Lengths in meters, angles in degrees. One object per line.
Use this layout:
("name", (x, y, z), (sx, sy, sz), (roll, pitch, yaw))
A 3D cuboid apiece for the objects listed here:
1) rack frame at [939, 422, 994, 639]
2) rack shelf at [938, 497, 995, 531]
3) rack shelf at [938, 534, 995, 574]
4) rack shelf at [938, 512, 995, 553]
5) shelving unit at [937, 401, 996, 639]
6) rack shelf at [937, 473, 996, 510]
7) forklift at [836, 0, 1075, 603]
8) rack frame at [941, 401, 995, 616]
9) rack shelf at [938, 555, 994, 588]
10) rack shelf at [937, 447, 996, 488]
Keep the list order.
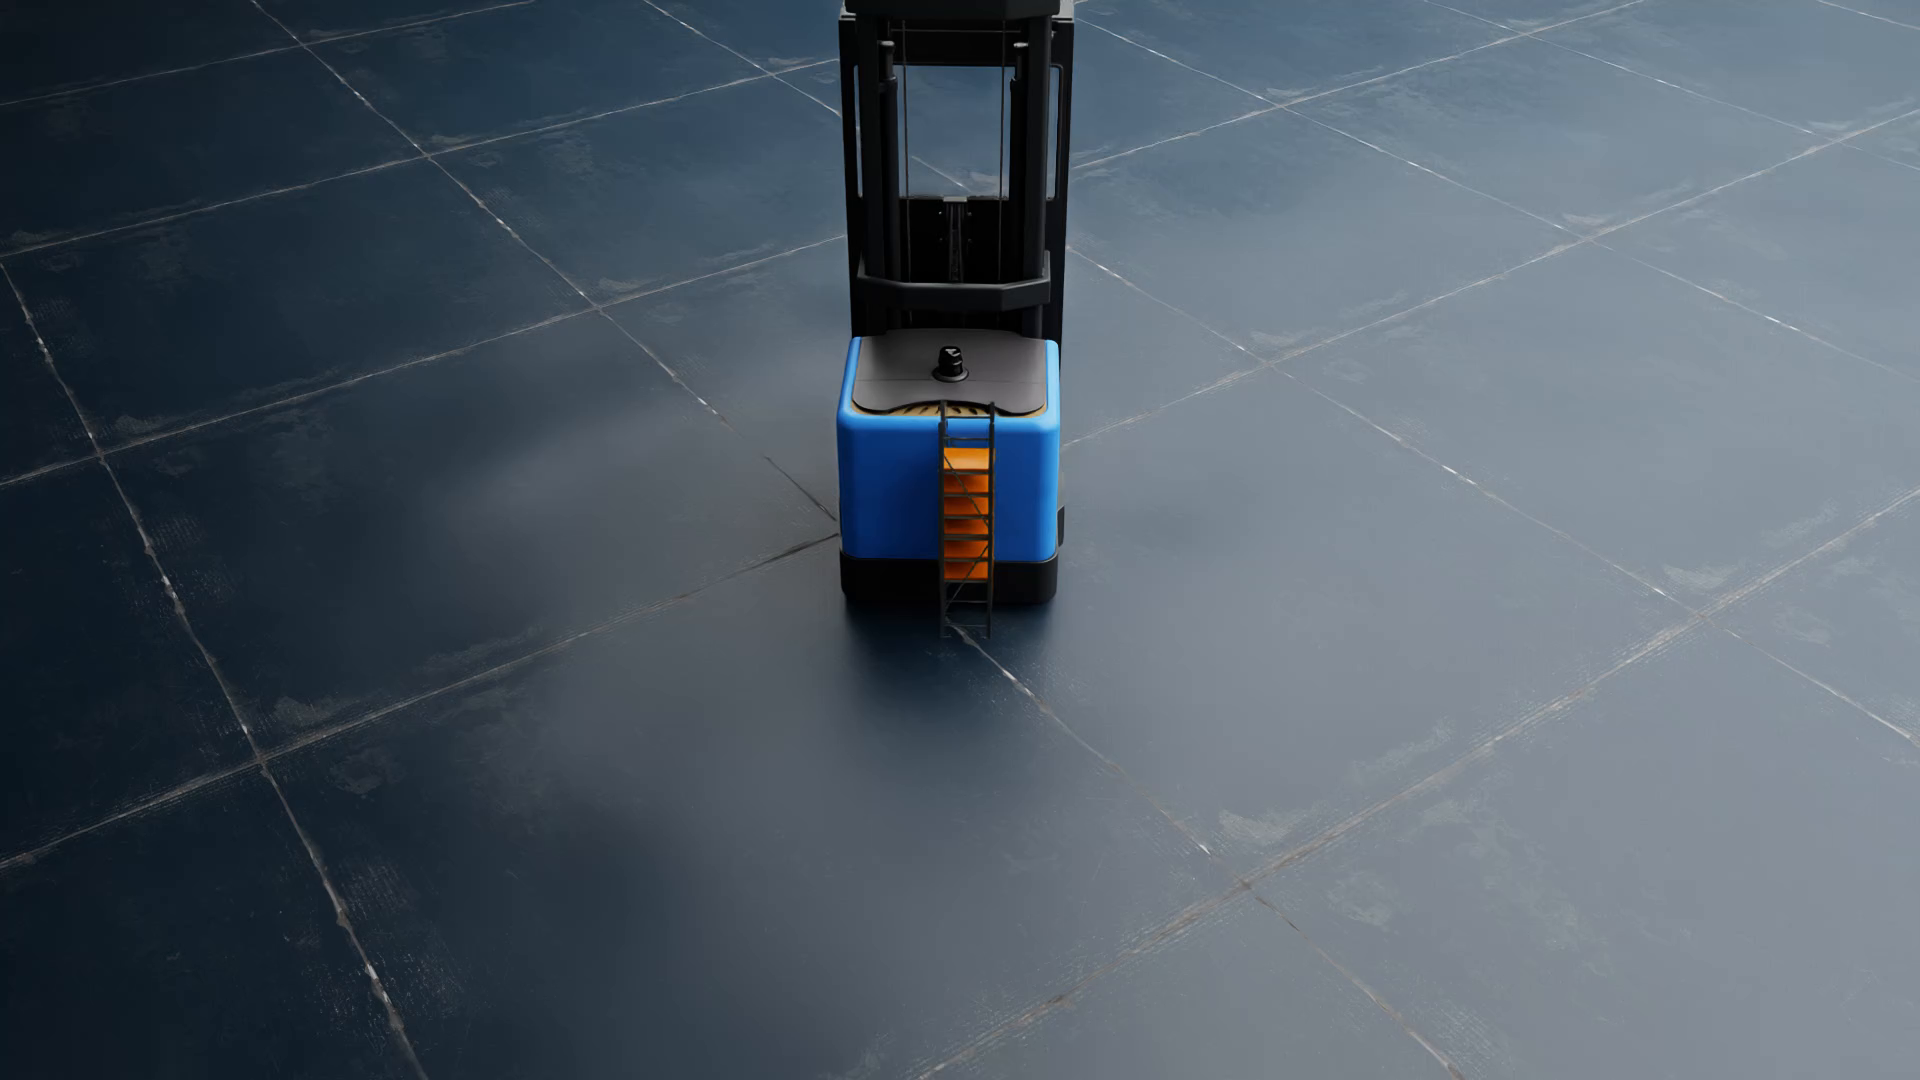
("rack frame", (0.028, -0.019, 7.562), (0.240, 1.200, 0.006), (1, 36, 2))
("rack shelf", (0.031, -0.134, 7.592), (0.258, 0.103, 0.180), (1, 36, 2))
("rack shelf", (0.031, 0.061, 7.732), (0.258, 0.103, 0.180), (1, 36, 2))
("rack shelf", (0.031, -0.036, 7.662), (0.258, 0.103, 0.180), (1, 36, 2))
("shelving unit", (0.031, -0.073, 7.636), (0.258, 1.200, 0.189), (1, 36, 2))
("rack shelf", (0.031, -0.232, 7.522), (0.258, 0.103, 0.180), (1, 36, 2))
("forklift", (-0.008, -1.719, 8.443), (1.130, 2.935, 3.031), (1, 36, 2))
("rack frame", (0.034, -0.126, 7.711), (0.240, 1.200, 0.006), (1, 36, 2))
("rack shelf", (0.031, 0.159, 7.802), (0.258, 0.103, 0.180), (1, 36, 2))
("rack shelf", (0.031, -0.329, 7.453), (0.258, 0.103, 0.180), (1, 36, 2))
